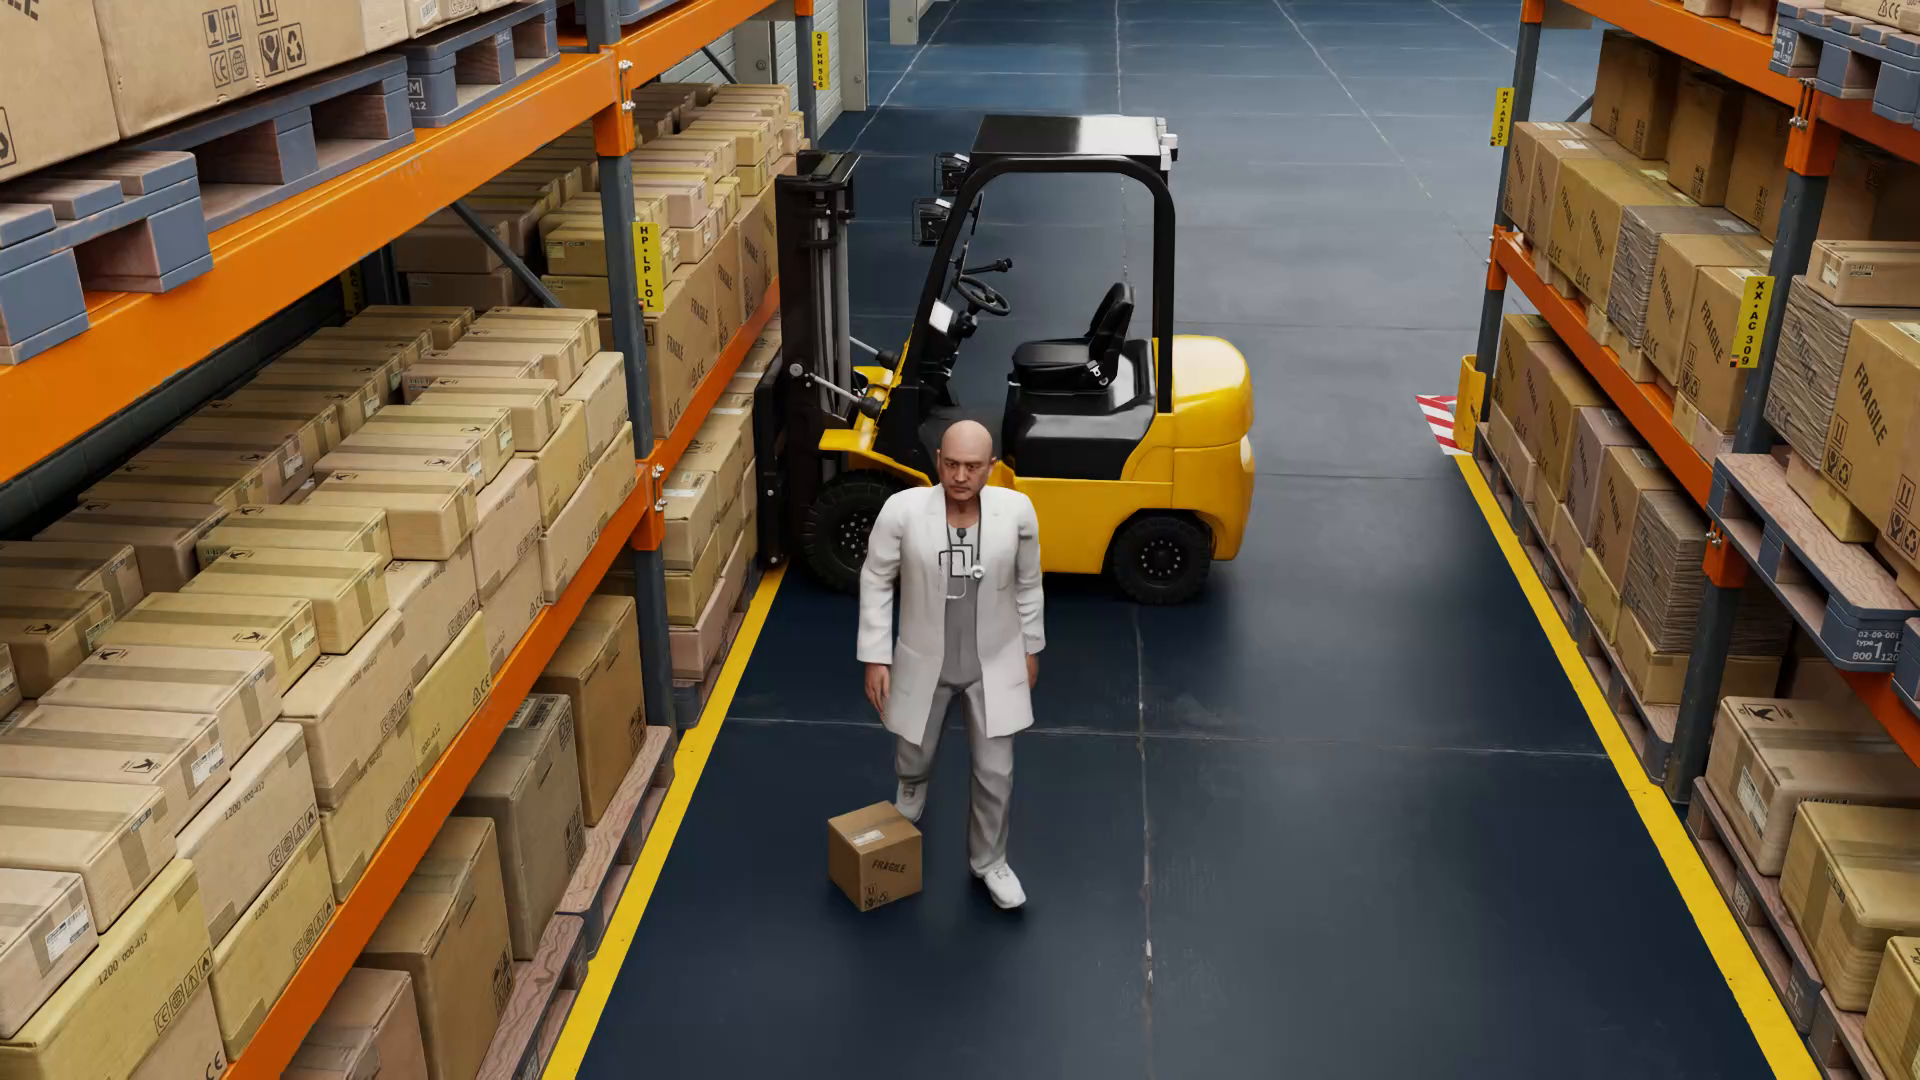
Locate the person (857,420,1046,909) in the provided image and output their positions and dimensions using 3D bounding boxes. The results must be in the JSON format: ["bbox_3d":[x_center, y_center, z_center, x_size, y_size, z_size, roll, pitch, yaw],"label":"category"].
[{"bbox_3d":[-0.029,0.367,5.780,0.652,1.751,0.771,-1,24,-2],"label":"person"}]
